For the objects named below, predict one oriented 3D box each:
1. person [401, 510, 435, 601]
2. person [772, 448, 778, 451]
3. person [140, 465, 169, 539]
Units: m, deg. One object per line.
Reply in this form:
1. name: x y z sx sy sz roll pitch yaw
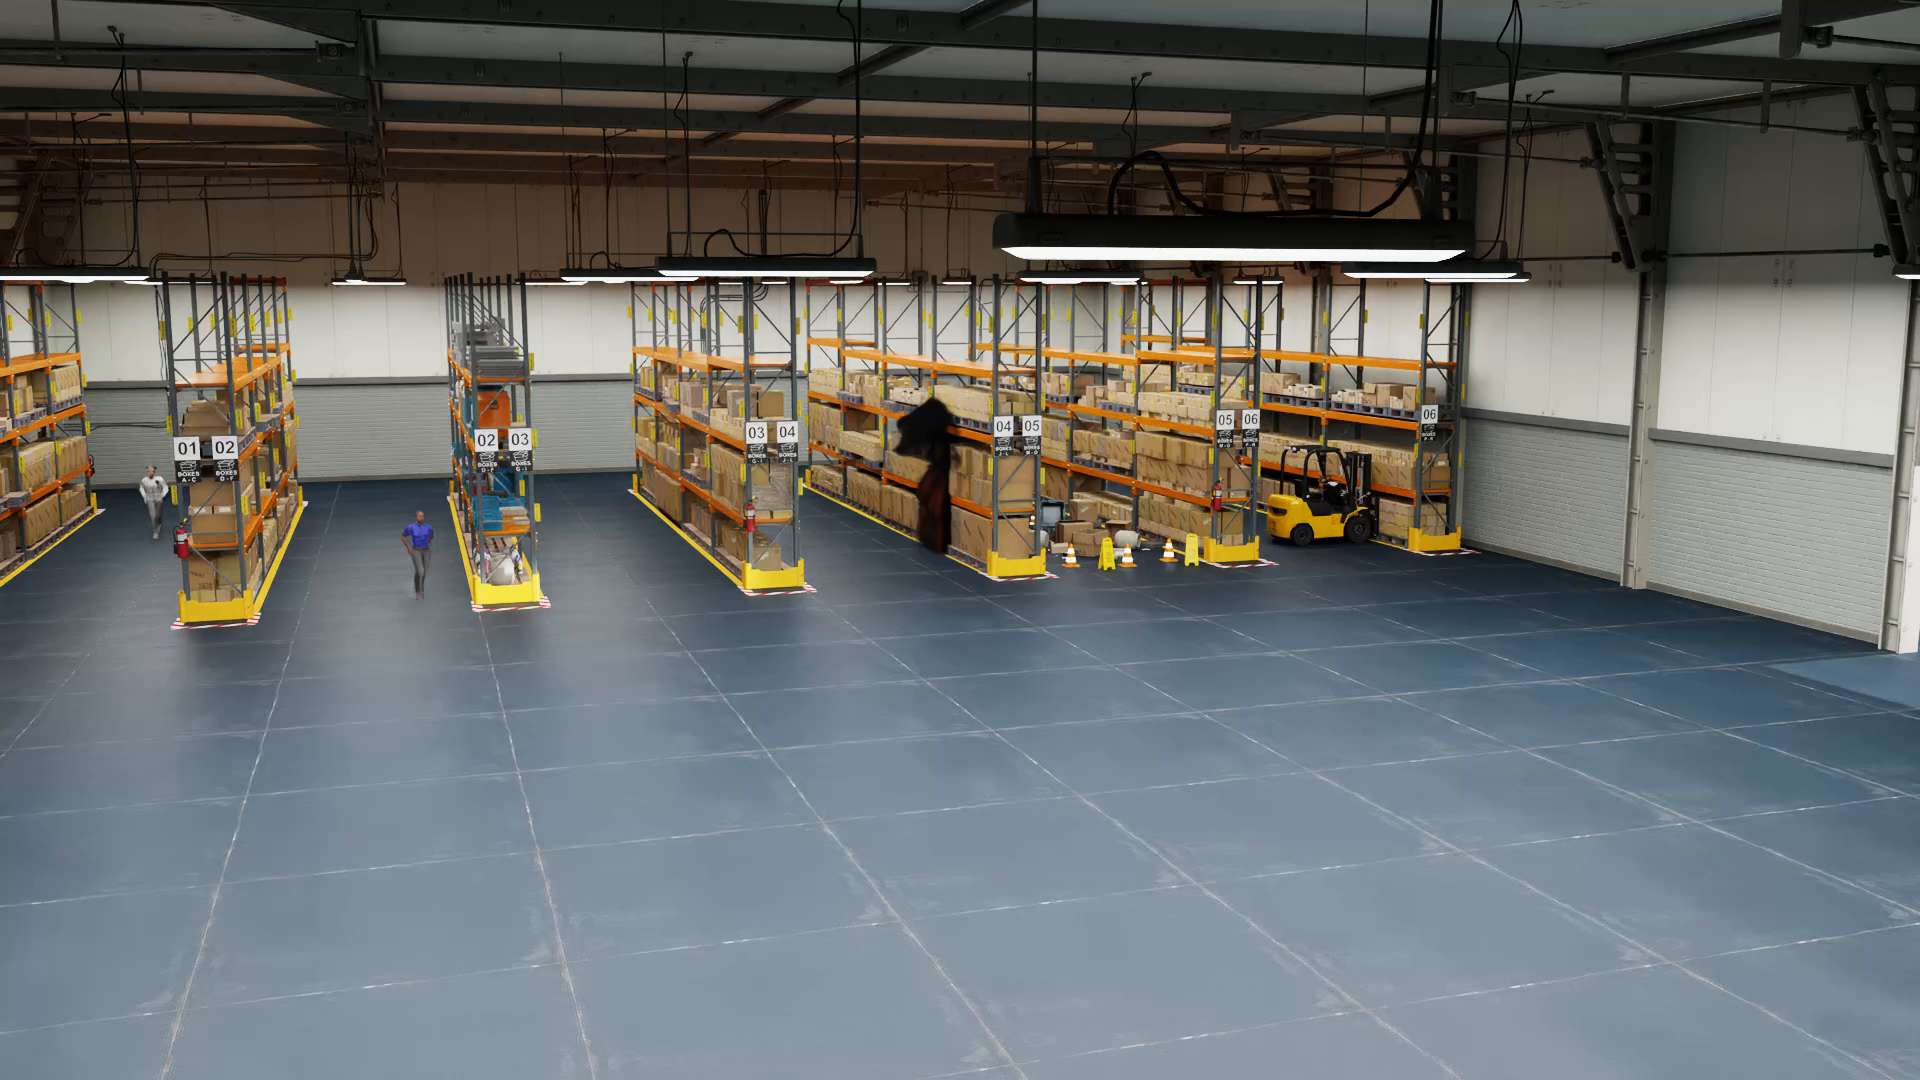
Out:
1. person: -9.978 0.294 30.766 0.551 1.693 0.719 -7 11 -38
2. person: -5.030 -1.895 44.739 0.731 1.743 0.896 -1 9 -10
3. person: -18.684 -0.907 38.601 0.616 1.708 0.734 -3 9 -22
